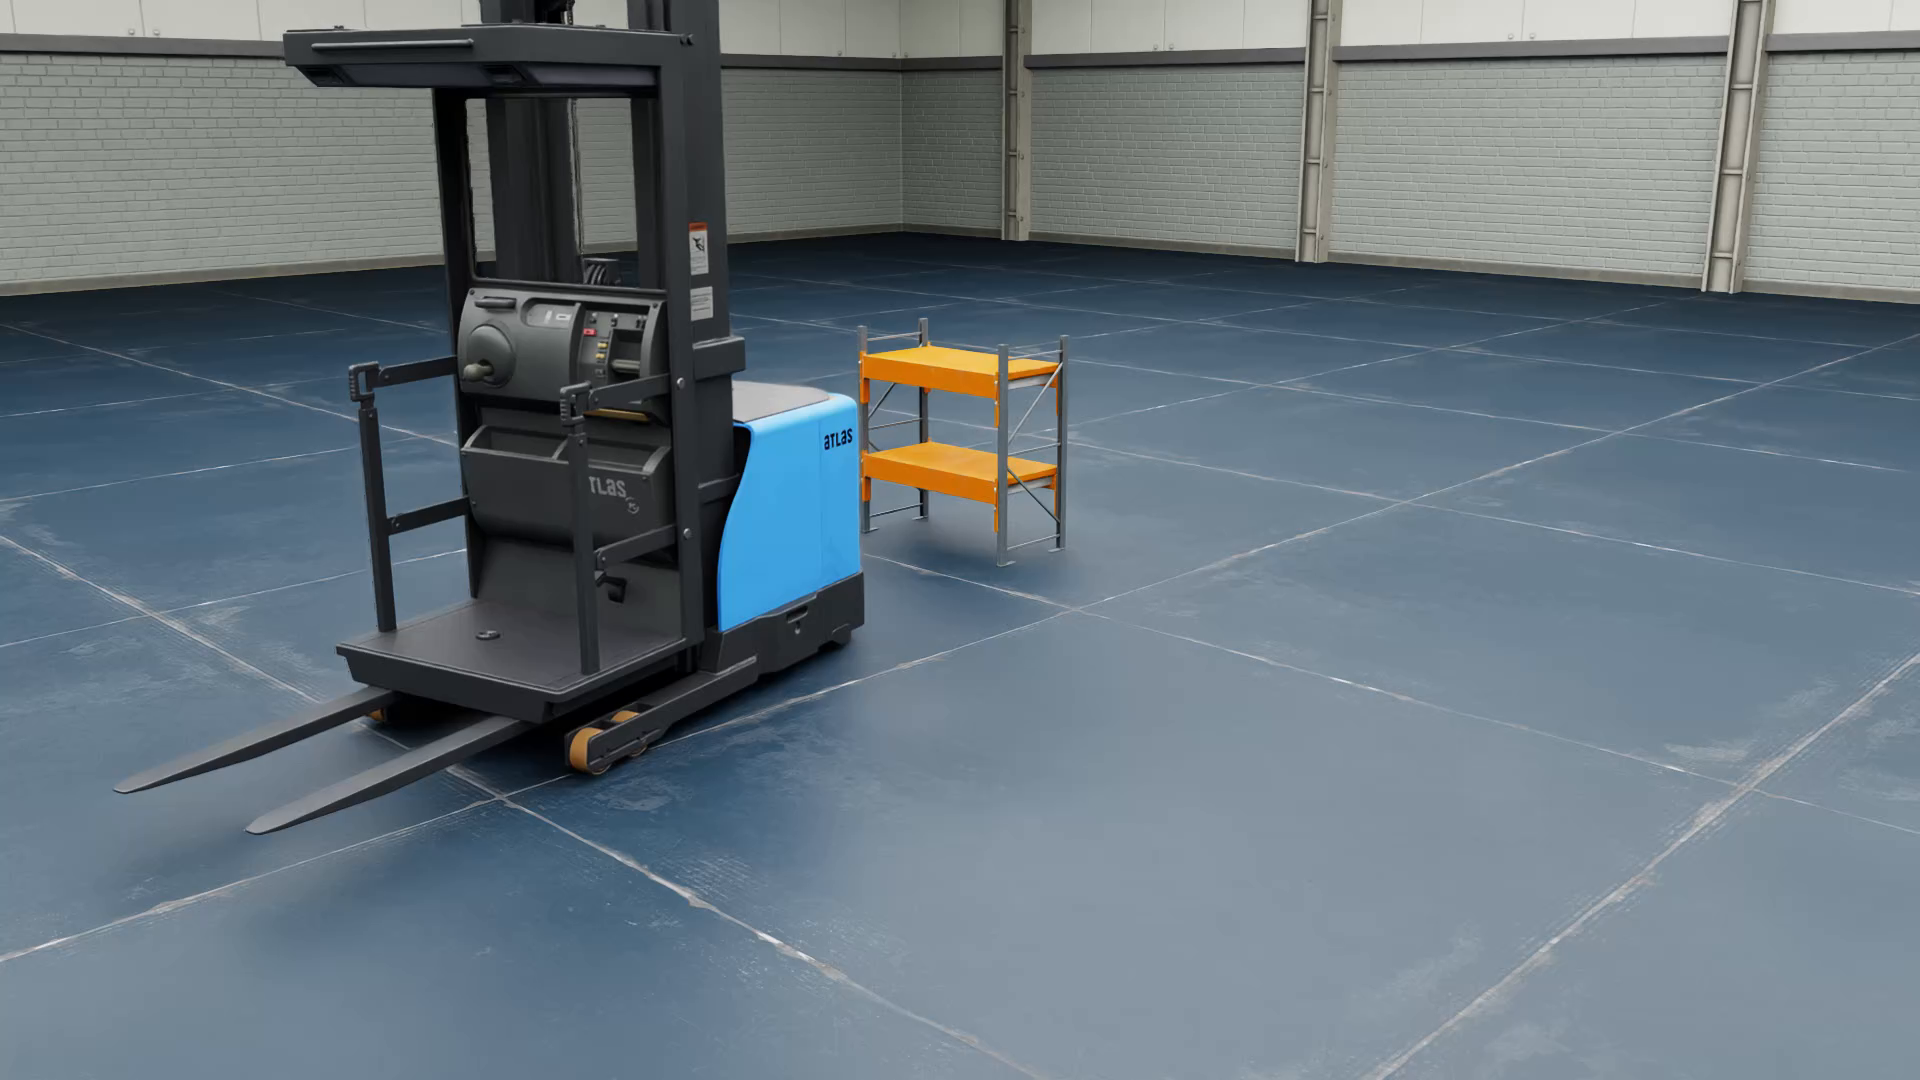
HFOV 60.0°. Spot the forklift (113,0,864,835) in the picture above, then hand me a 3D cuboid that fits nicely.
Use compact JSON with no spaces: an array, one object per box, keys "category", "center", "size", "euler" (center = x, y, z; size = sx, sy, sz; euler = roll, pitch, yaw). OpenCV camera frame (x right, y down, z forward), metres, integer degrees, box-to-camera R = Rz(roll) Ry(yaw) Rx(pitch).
[{"category":"forklift","center":[-1.577,-0.729,5.917],"size":[1.130,2.935,3.031],"euler":[8,17,28]}]

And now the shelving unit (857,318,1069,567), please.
[{"category":"shelving unit","center":[0.005,-0.543,8.786],"size":[1.048,1.125,0.538],"euler":[14,20,42]}]

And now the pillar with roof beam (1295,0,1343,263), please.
[{"category":"pillar with roof beam","center":[2.302,-7.763,20.879],"size":[0.400,9.000,9.100],"euler":[14,20,42]}]

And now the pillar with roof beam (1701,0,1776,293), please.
[{"category":"pillar with roof beam","center":[6.621,-6.713,16.849],"size":[0.400,9.000,9.100],"euler":[14,20,42]}]

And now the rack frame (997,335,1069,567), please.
[{"category":"rack frame","center":[0.371,-0.454,8.444],"size":[0.032,1.125,0.500],"euler":[14,20,42]}]

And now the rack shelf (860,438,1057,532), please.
[{"category":"rack shelf","center":[0.005,-0.307,8.847],"size":[1.000,0.278,0.538],"euler":[14,20,42]}]

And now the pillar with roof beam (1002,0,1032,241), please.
[{"category":"pillar with roof beam","center":[-2.018,-8.813,24.909],"size":[0.400,9.000,9.100],"euler":[14,20,42]}]

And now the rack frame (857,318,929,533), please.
[{"category":"rack frame","center":[-0.361,-0.632,9.127],"size":[0.032,1.125,0.500],"euler":[14,20,42]}]

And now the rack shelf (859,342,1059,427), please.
[{"category":"rack shelf","center":[0.005,-0.826,8.712],"size":[1.000,0.278,0.538],"euler":[14,20,42]}]
